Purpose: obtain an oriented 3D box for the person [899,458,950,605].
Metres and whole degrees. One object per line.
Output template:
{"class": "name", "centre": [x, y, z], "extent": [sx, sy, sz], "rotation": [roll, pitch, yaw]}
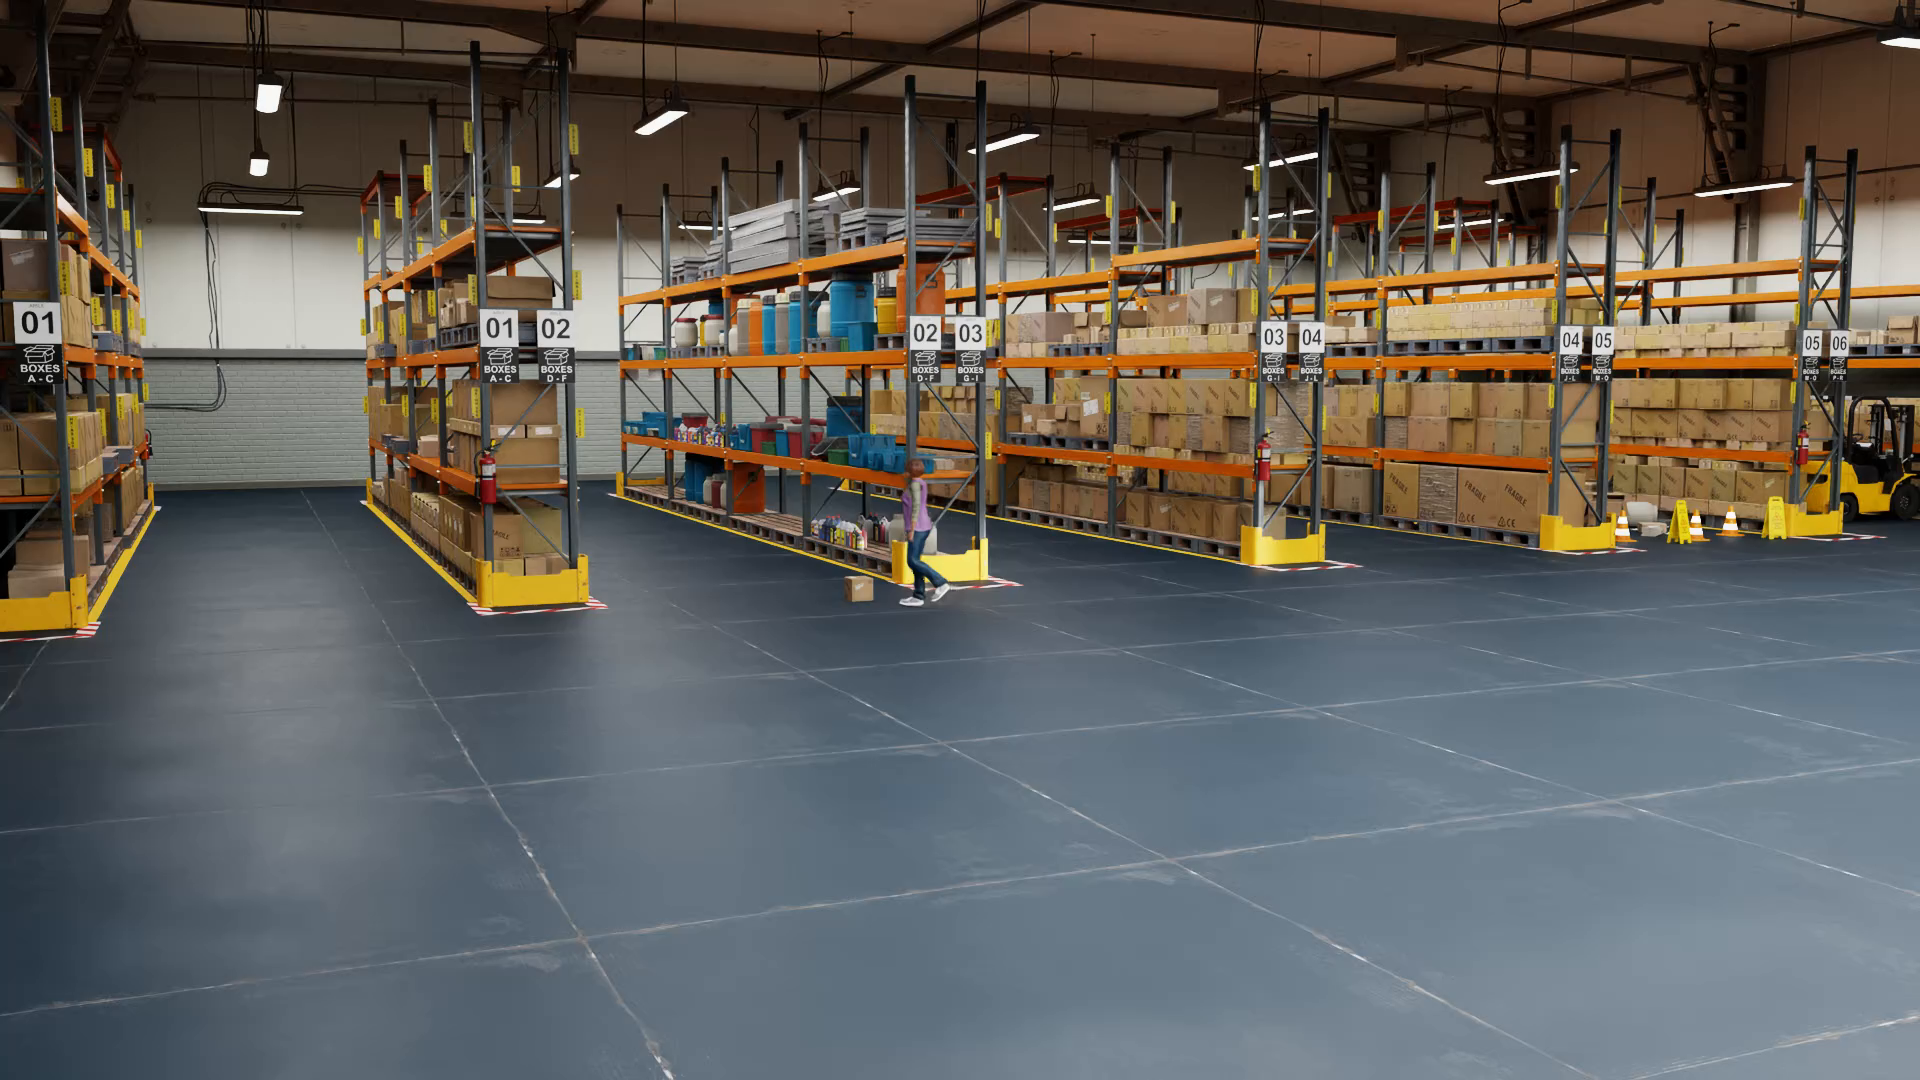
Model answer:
{"class": "person", "centre": [-0.382, -0.081, 17.893], "extent": [0.561, 1.591, 0.447], "rotation": [0, 6, 5]}
